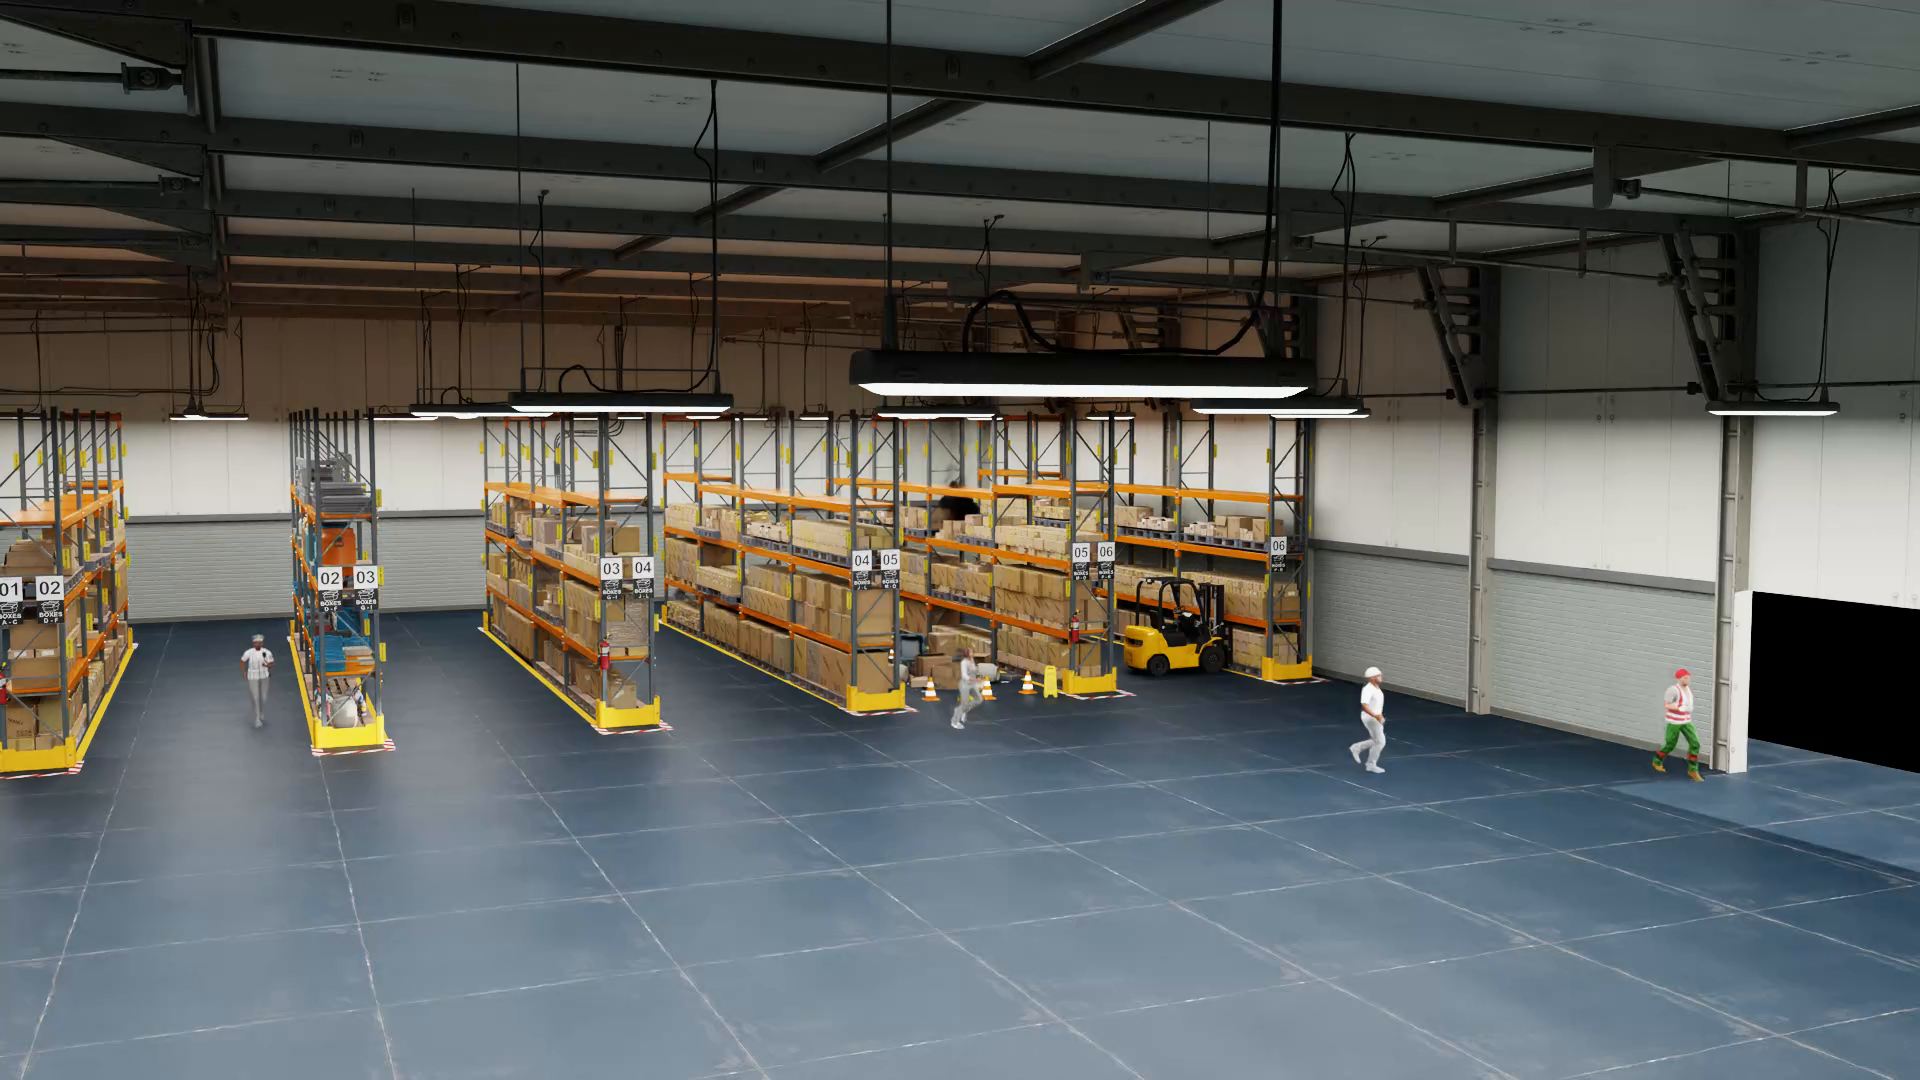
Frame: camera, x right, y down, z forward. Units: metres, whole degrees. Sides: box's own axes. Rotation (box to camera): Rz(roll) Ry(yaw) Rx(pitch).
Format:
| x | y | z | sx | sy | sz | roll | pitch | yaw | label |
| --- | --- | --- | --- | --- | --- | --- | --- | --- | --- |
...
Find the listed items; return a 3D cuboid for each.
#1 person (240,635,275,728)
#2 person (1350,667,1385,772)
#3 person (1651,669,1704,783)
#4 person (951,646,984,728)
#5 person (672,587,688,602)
| x | y | z | sx | sy | sz | roll | pitch | yaw | label |
| --- | --- | --- | --- | --- | --- | --- | --- | --- | --- |
| -13.317 | 2.651 | 31.570 | 0.562 | 1.716 | 0.885 | -3 | 5 | -33 | person |
| 6.742 | 2.915 | 27.386 | 0.555 | 1.658 | 0.733 | 1 | 4 | 20 | person |
| 11.559 | 2.958 | 26.800 | 0.676 | 1.808 | 0.905 | -2 | 4 | -24 | person |
| 0.169 | 2.758 | 31.187 | 0.690 | 1.555 | 0.570 | 2 | 5 | 29 | person |
| -8.284 | 1.404 | 49.380 | 0.870 | 1.777 | 0.731 | 0 | 4 | 1 | person |
